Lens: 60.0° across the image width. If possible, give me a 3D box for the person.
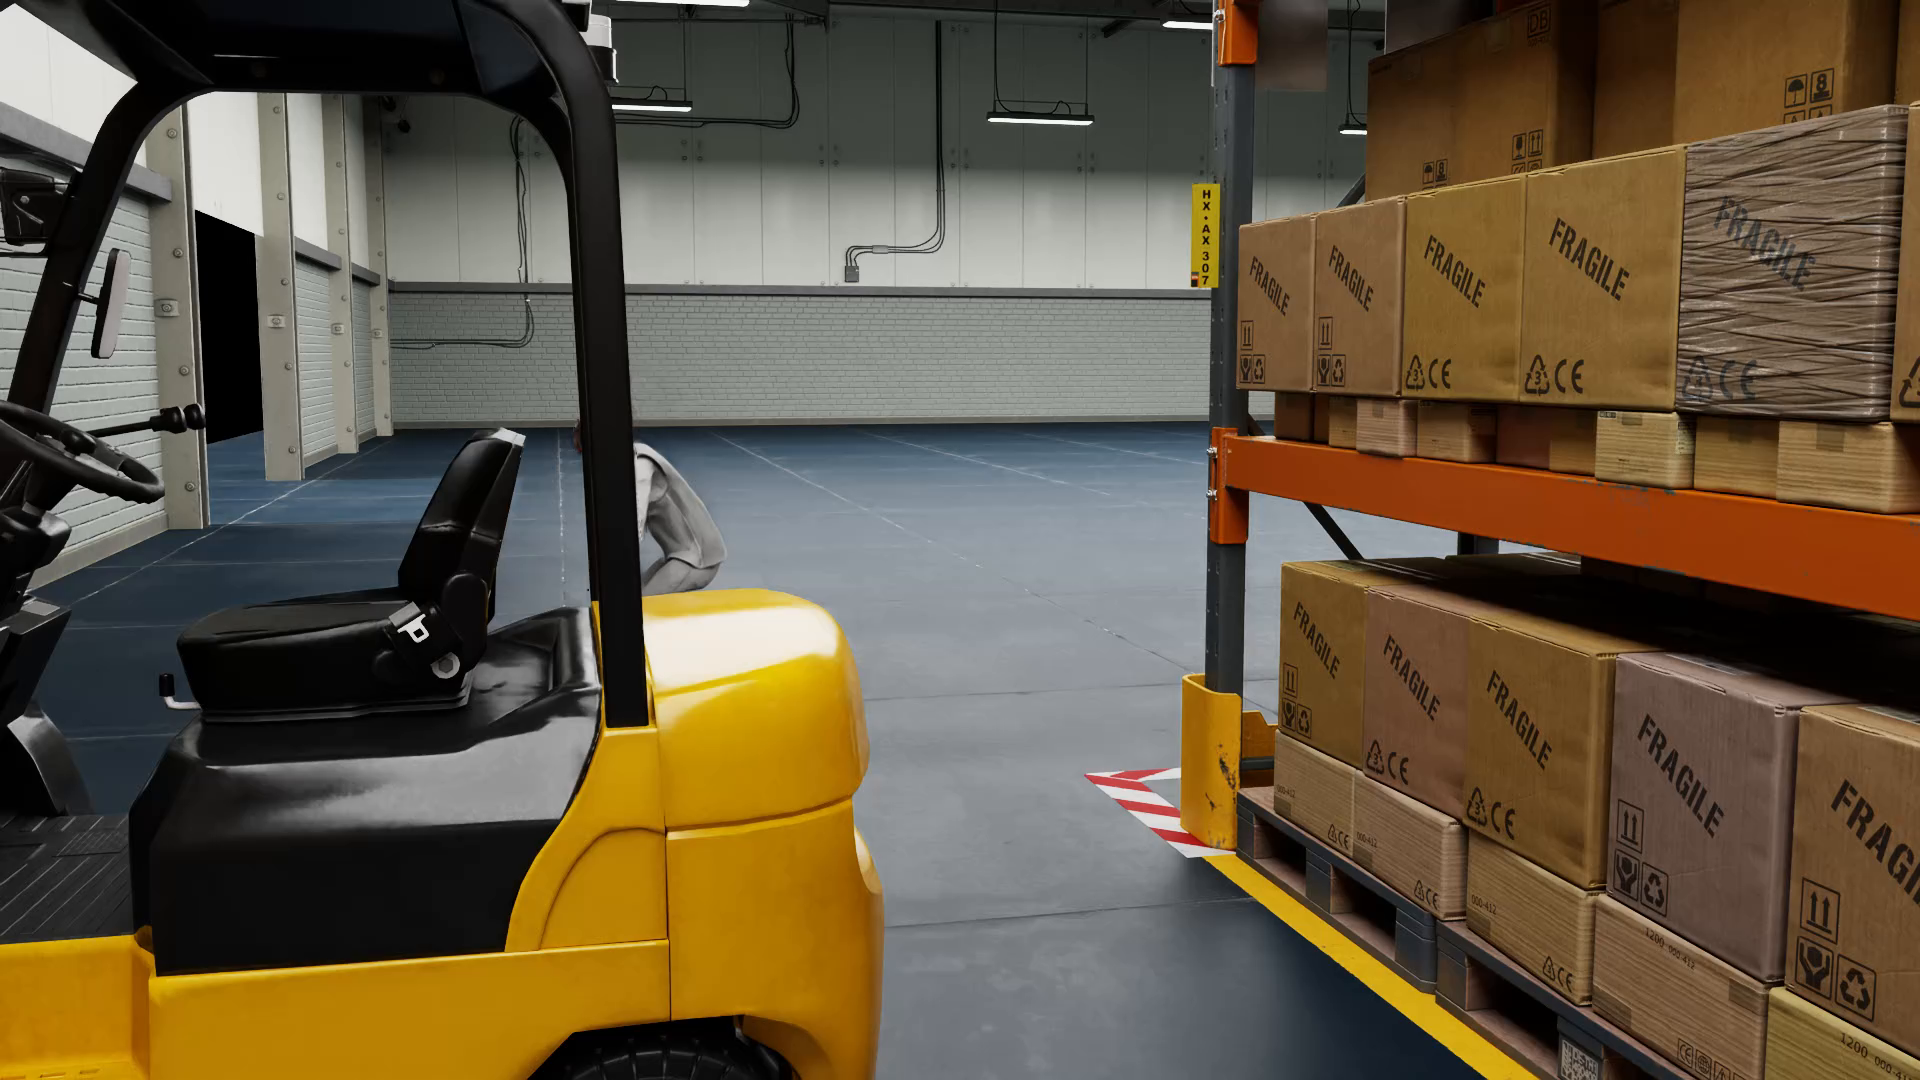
[{"bbox_3d":[-1.315,0.113,7.128,0.640,1.325,0.462,-2,7,-13],"label":"person"}]
